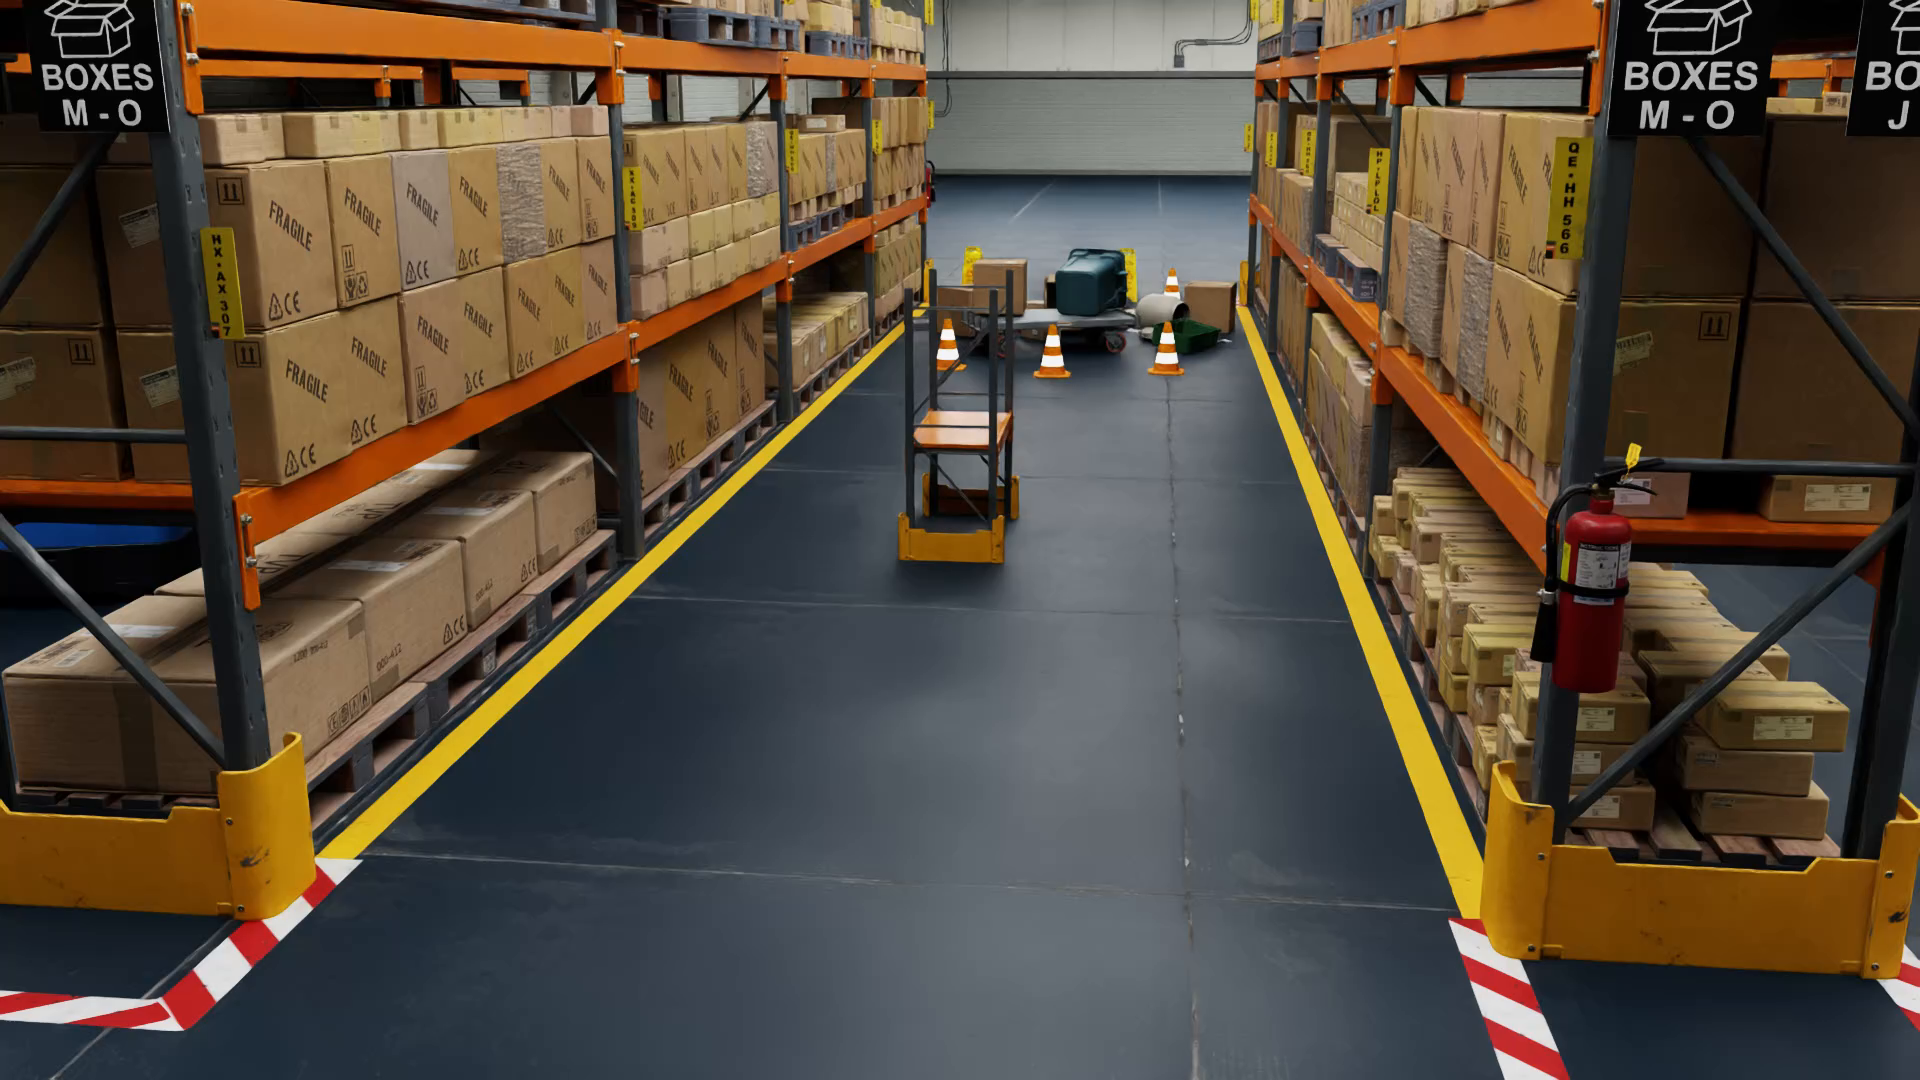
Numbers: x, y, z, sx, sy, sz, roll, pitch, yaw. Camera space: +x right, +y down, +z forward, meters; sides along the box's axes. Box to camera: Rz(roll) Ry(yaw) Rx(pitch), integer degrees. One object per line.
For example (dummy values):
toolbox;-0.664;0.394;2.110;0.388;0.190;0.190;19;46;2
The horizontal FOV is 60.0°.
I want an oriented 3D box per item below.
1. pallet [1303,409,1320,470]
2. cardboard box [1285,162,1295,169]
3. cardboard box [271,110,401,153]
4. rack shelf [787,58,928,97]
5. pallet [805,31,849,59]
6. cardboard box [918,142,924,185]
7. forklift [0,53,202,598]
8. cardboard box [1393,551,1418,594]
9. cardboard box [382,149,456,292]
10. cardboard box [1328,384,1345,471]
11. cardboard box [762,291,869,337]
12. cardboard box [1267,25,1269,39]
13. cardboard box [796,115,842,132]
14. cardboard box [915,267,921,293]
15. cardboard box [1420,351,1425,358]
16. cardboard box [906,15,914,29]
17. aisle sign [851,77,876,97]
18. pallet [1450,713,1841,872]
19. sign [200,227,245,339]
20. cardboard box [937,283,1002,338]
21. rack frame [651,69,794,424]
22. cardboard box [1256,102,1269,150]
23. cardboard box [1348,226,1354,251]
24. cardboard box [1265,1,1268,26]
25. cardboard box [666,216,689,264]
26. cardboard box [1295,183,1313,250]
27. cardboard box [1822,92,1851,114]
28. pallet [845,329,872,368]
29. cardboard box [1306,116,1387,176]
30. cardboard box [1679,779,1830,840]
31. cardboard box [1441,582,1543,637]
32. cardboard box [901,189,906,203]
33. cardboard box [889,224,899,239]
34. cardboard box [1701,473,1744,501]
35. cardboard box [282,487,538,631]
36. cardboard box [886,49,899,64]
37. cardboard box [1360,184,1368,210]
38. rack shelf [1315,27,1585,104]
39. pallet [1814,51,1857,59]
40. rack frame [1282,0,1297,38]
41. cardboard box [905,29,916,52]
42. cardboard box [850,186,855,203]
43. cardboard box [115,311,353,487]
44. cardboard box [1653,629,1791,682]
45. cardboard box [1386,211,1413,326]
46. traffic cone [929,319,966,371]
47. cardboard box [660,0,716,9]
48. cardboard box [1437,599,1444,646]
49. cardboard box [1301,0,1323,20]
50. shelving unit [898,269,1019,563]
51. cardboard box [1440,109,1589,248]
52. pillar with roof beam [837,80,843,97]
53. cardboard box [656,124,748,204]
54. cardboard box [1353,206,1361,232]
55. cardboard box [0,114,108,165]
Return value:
pallet;3.022;-0.723;11.930;1.003;0.211;1.213;2;15;6
cardboard box;3.592;-3.477;16.488;0.875;0.550;0.550;2;15;6
cardboard box;-2.315;-1.517;6.175;0.380;0.149;0.250;2;15;7
rack shelf;-1.142;-5.048;18.215;1.077;0.370;4.000;2;15;6
pallet;-1.657;-4.360;14.652;1.213;0.211;1.003;2;15;6
cardboard box;-0.703;-4.509;19.829;0.500;0.500;0.500;1;15;5
forklift;-5.543;-1.169;8.372;3.031;2.935;1.130;-3;15;-9
cardboard box;2.293;0.160;7.983;0.380;0.149;0.250;2;15;6
cardboard box;-2.282;-1.231;6.361;0.500;0.500;0.500;2;15;6
cardboard box;2.613;-0.695;10.471;0.500;0.500;0.500;1;15;5
cardboard box;-1.424;-2.227;16.379;0.950;0.372;0.625;2;15;7
cardboard box;3.486;-5.451;17.814;0.380;0.149;0.250;2;15;7
cardboard box;-1.267;-3.759;15.008;0.380;0.149;0.250;1;15;4
cardboard box;-0.743;-3.117;19.908;0.500;0.250;0.500;2;15;6
cardboard box;2.369;-0.909;7.758;0.380;0.149;0.250;1;15;4
cardboard box;-0.739;-5.949;19.122;0.380;0.149;0.250;2;15;6
aisle sign;-1.217;-5.746;20.185;0.394;0.787;0.004;2;15;6
pallet;2.344;0.920;5.855;1.003;0.211;1.213;2;15;6
sign;-2.171;-0.754;4.895;0.100;0.325;0.005;2;15;6
cardboard box;0.106;-2.461;17.800;0.500;0.500;0.500;-14;20;-42
rack frame;-1.819;-2.391;12.758;1.000;3.000;0.127;2;15;6
cardboard box;3.934;-4.845;19.477;0.875;0.550;0.550;2;15;6
cardboard box;2.743;-1.964;10.856;0.380;0.149;0.250;2;15;8
cardboard box;3.592;-5.736;18.104;0.500;0.250;0.500;2;15;6
cardboard box;-1.909;-1.764;9.770;0.500;0.250;0.500;2;15;7
cardboard box;2.953;-2.574;13.242;0.500;0.500;0.500;2;15;6
cardboard box;8.251;-3.427;14.635;1.000;1.000;1.000;2;15;7
pallet;-1.454;-1.880;16.212;1.003;0.211;1.213;2;15;6
cardboard box;3.399;-3.446;14.554;0.700;0.500;0.500;2;15;7
cardboard box;2.586;0.851;5.427;0.380;0.149;0.250;2;15;7
cardboard box;2.072;0.274;6.419;0.380;0.149;0.250;2;15;8
cardboard box;-0.820;-3.907;18.848;0.380;0.149;0.250;2;15;6
cardboard box;-0.875;-3.358;18.118;0.380;0.149;0.250;3;15;9
cardboard box;2.558;-0.217;5.199;0.380;0.149;0.250;2;15;8
cardboard box;-2.548;0.072;7.752;0.875;0.438;0.875;1;15;5
cardboard box;-0.856;-5.161;17.735;0.380;0.149;0.250;1;15;5
cardboard box;2.688;-2.120;10.294;0.380;0.149;0.250;1;15;5
rack shelf;2.886;-2.853;10.100;1.077;0.370;4.000;2;15;6
pallet;8.304;-4.337;14.567;1.213;0.211;1.003;2;15;6
rack frame;3.563;-6.205;15.369;1.000;3.000;0.127;2;15;6
cardboard box;-0.777;-5.714;19.019;0.500;0.250;0.500;1;15;5
cardboard box;-1.192;-3.232;15.547;0.380;0.149;0.250;1;15;5
cardboard box;-2.382;-0.480;5.501;0.500;0.500;0.500;2;15;6
cardboard box;2.672;0.427;5.853;0.380;0.149;0.250;2;15;6
cardboard box;2.354;-1.305;7.979;0.500;0.500;0.500;1;15;5
traffic cone;-0.116;-1.841;15.584;0.336;0.463;0.334;2;15;6
cardboard box;-1.716;-3.403;10.207;0.396;0.266;0.258;3;15;11
cardboard box;2.134;0.353;6.699;0.380;0.149;0.250;2;15;9
cardboard box;2.931;-4.207;12.903;0.500;0.311;0.500;2;15;6
shelving unit;0.009;-0.744;9.539;0.587;1.500;1.083;2;15;6
cardboard box;2.176;-1.401;6.419;0.500;0.500;0.500;1;15;4
pillar with roof beam;0.840;-15.007;47.922;9.100;9.000;0.400;2;15;6
cardboard box;-1.729;-2.518;11.121;0.500;0.500;0.500;2;15;6
cardboard box;2.713;-2.043;10.578;0.380;0.149;0.250;2;15;6
cardboard box;-2.880;-1.259;5.222;0.380;0.149;0.250;2;15;7
